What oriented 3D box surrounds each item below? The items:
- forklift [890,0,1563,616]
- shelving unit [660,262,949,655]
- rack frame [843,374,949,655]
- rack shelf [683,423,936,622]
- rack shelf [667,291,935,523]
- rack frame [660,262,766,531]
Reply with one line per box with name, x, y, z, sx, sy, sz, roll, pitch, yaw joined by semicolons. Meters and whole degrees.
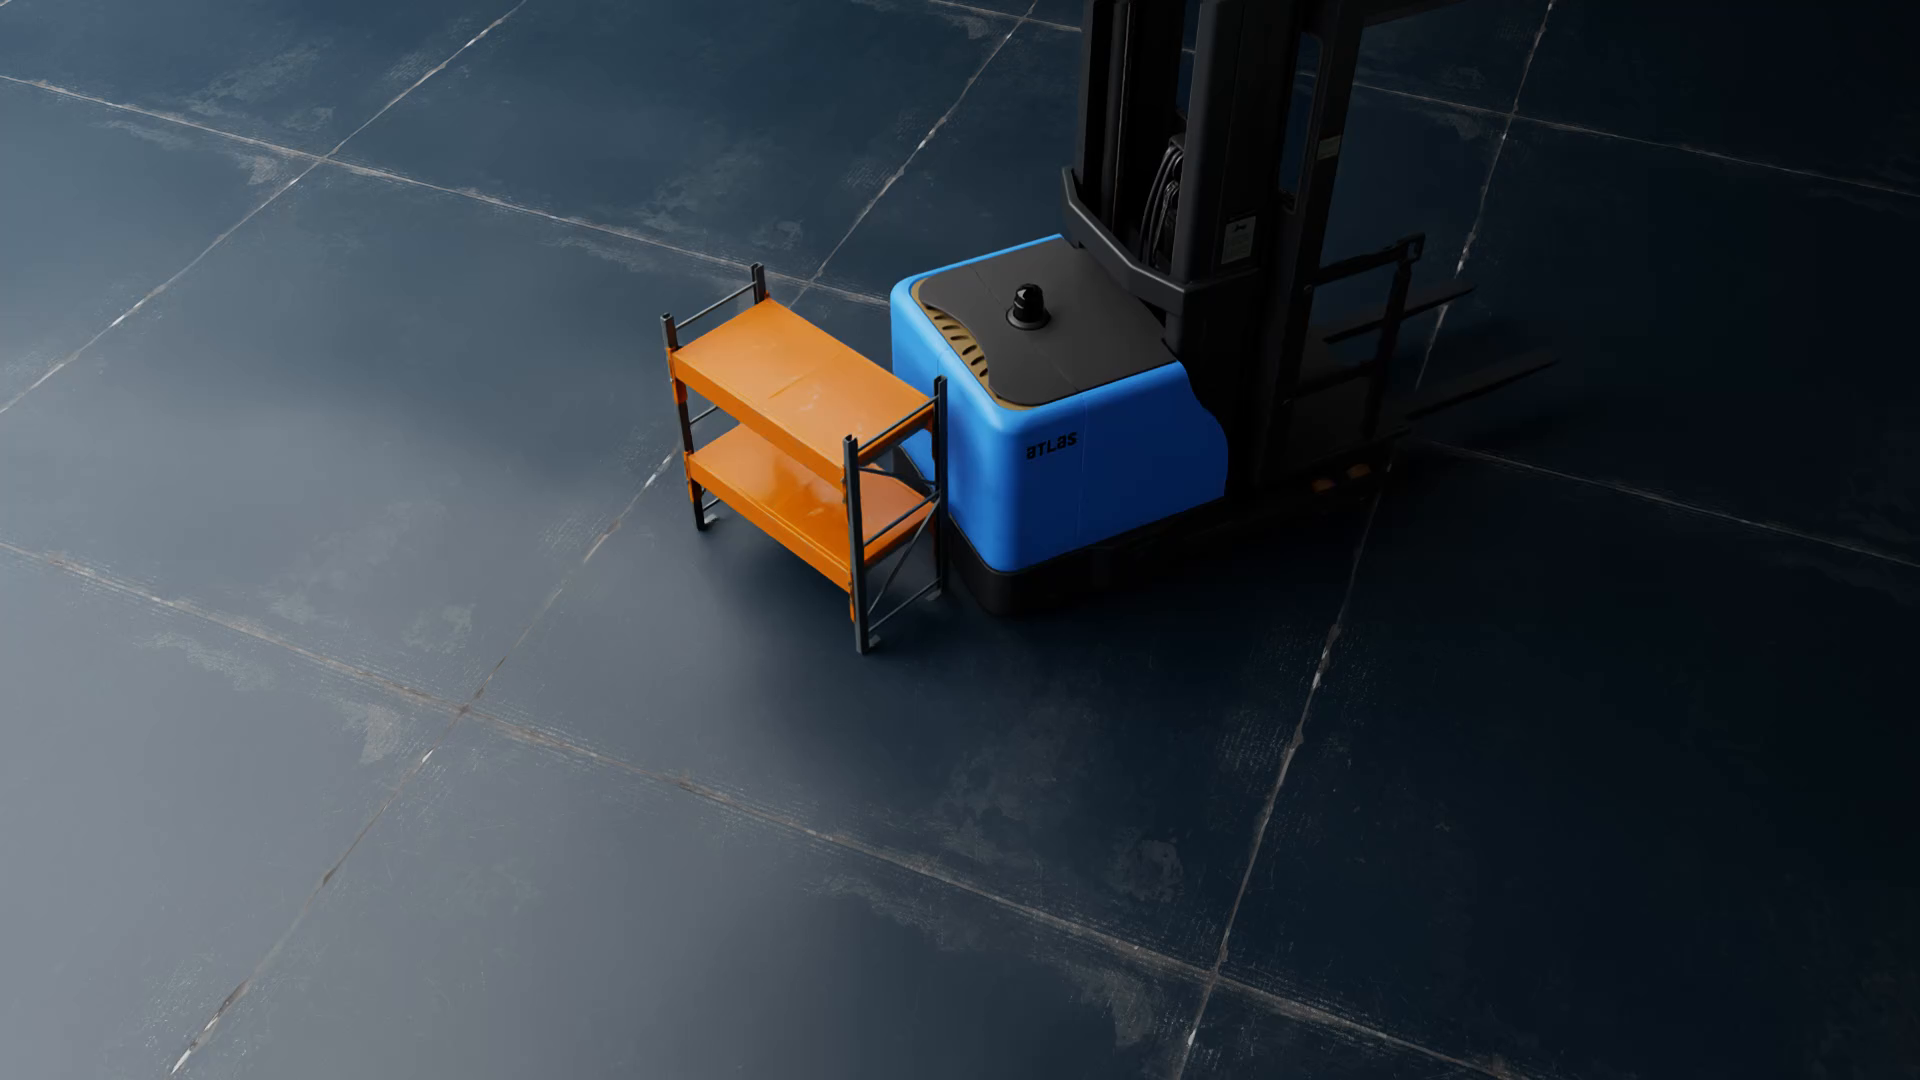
forklift;1.262;-1.462;6.480;3.031;2.935;1.130;-19;48;-18
shelving unit;-0.596;-0.325;6.618;1.048;1.125;0.538;34;54;29
rack frame;-0.230;-0.076;6.368;0.032;1.125;0.500;34;54;29
rack shelf;-0.596;-0.151;6.790;1.000;0.278;0.538;34;54;29
rack shelf;-0.596;-0.532;6.411;1.000;0.278;0.538;34;54;29
rack frame;-0.963;-0.573;6.867;0.032;1.125;0.500;34;54;29
